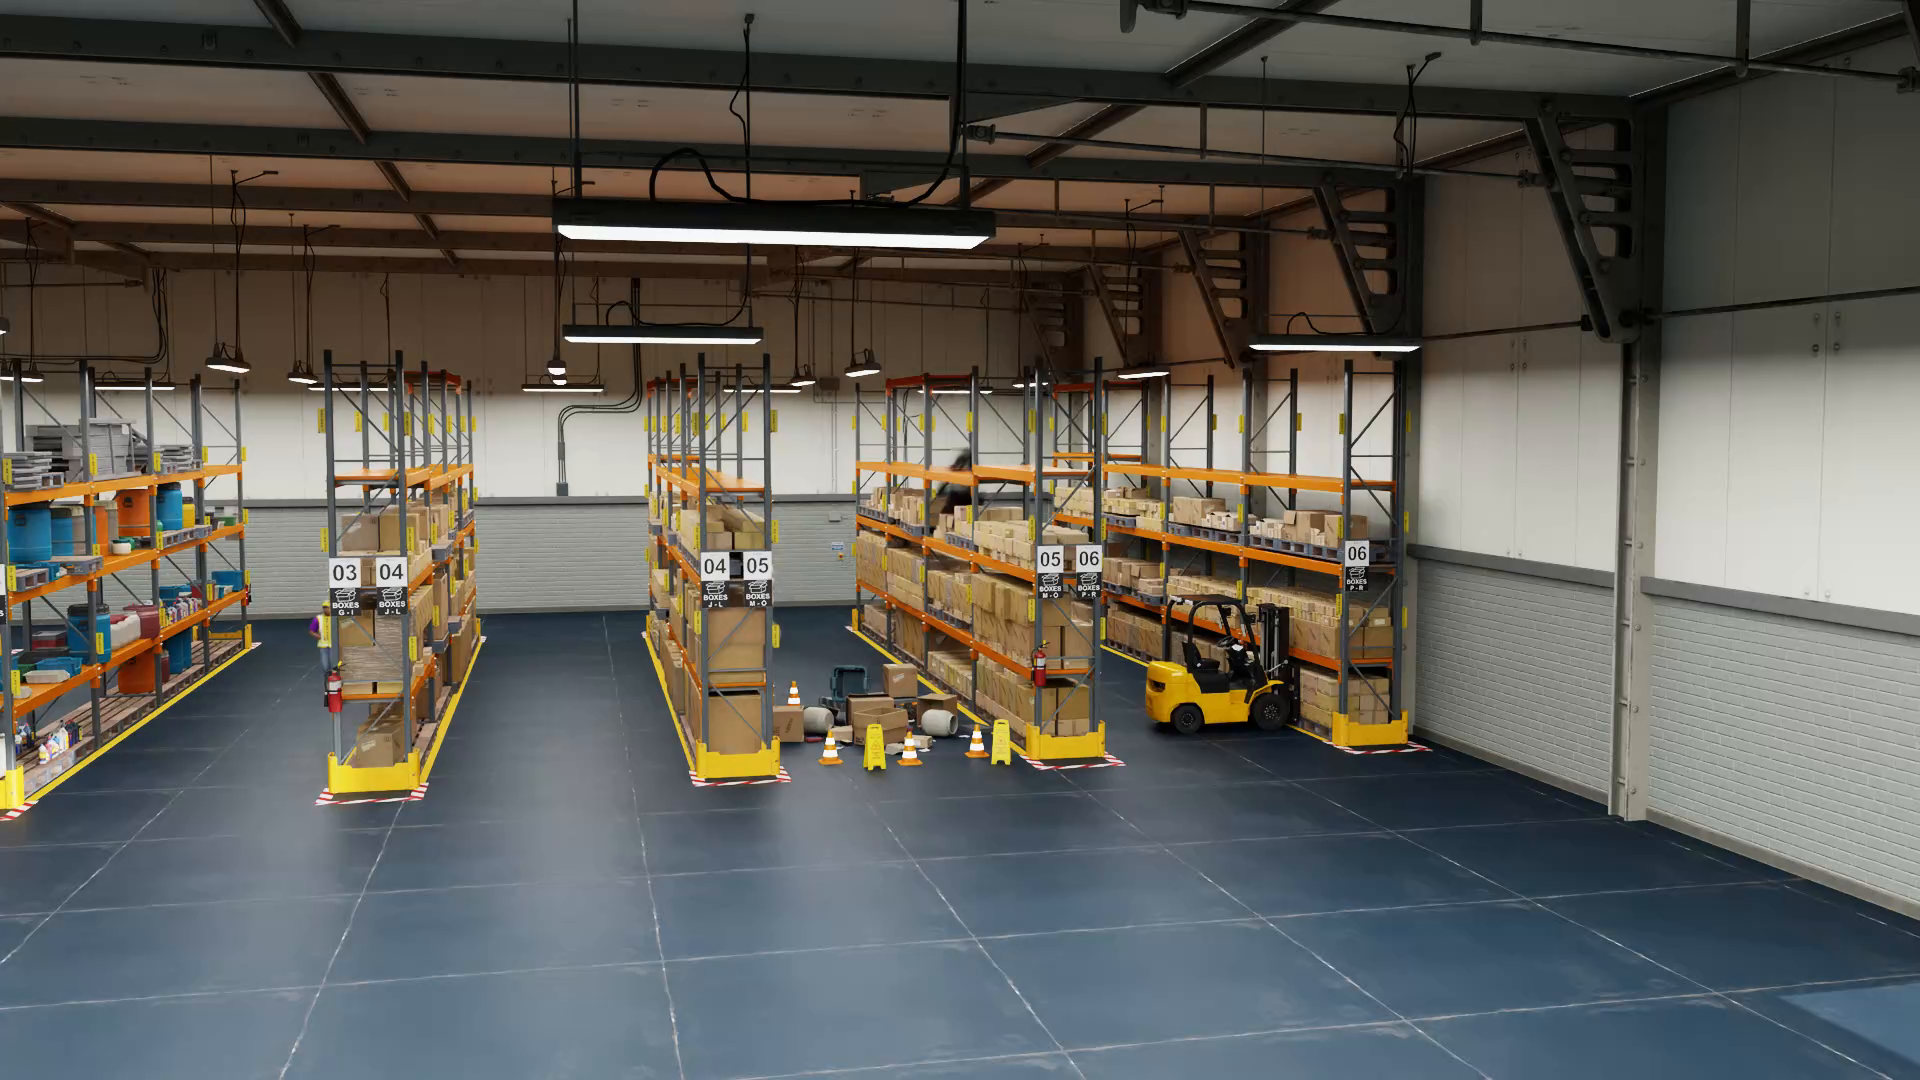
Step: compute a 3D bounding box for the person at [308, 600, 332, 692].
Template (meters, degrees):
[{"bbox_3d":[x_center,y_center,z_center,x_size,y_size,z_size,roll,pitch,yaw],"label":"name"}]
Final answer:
[{"bbox_3d":[-11.564,2.012,30.526,0.724,1.848,0.757,-1,4,-13],"label":"person"}]
